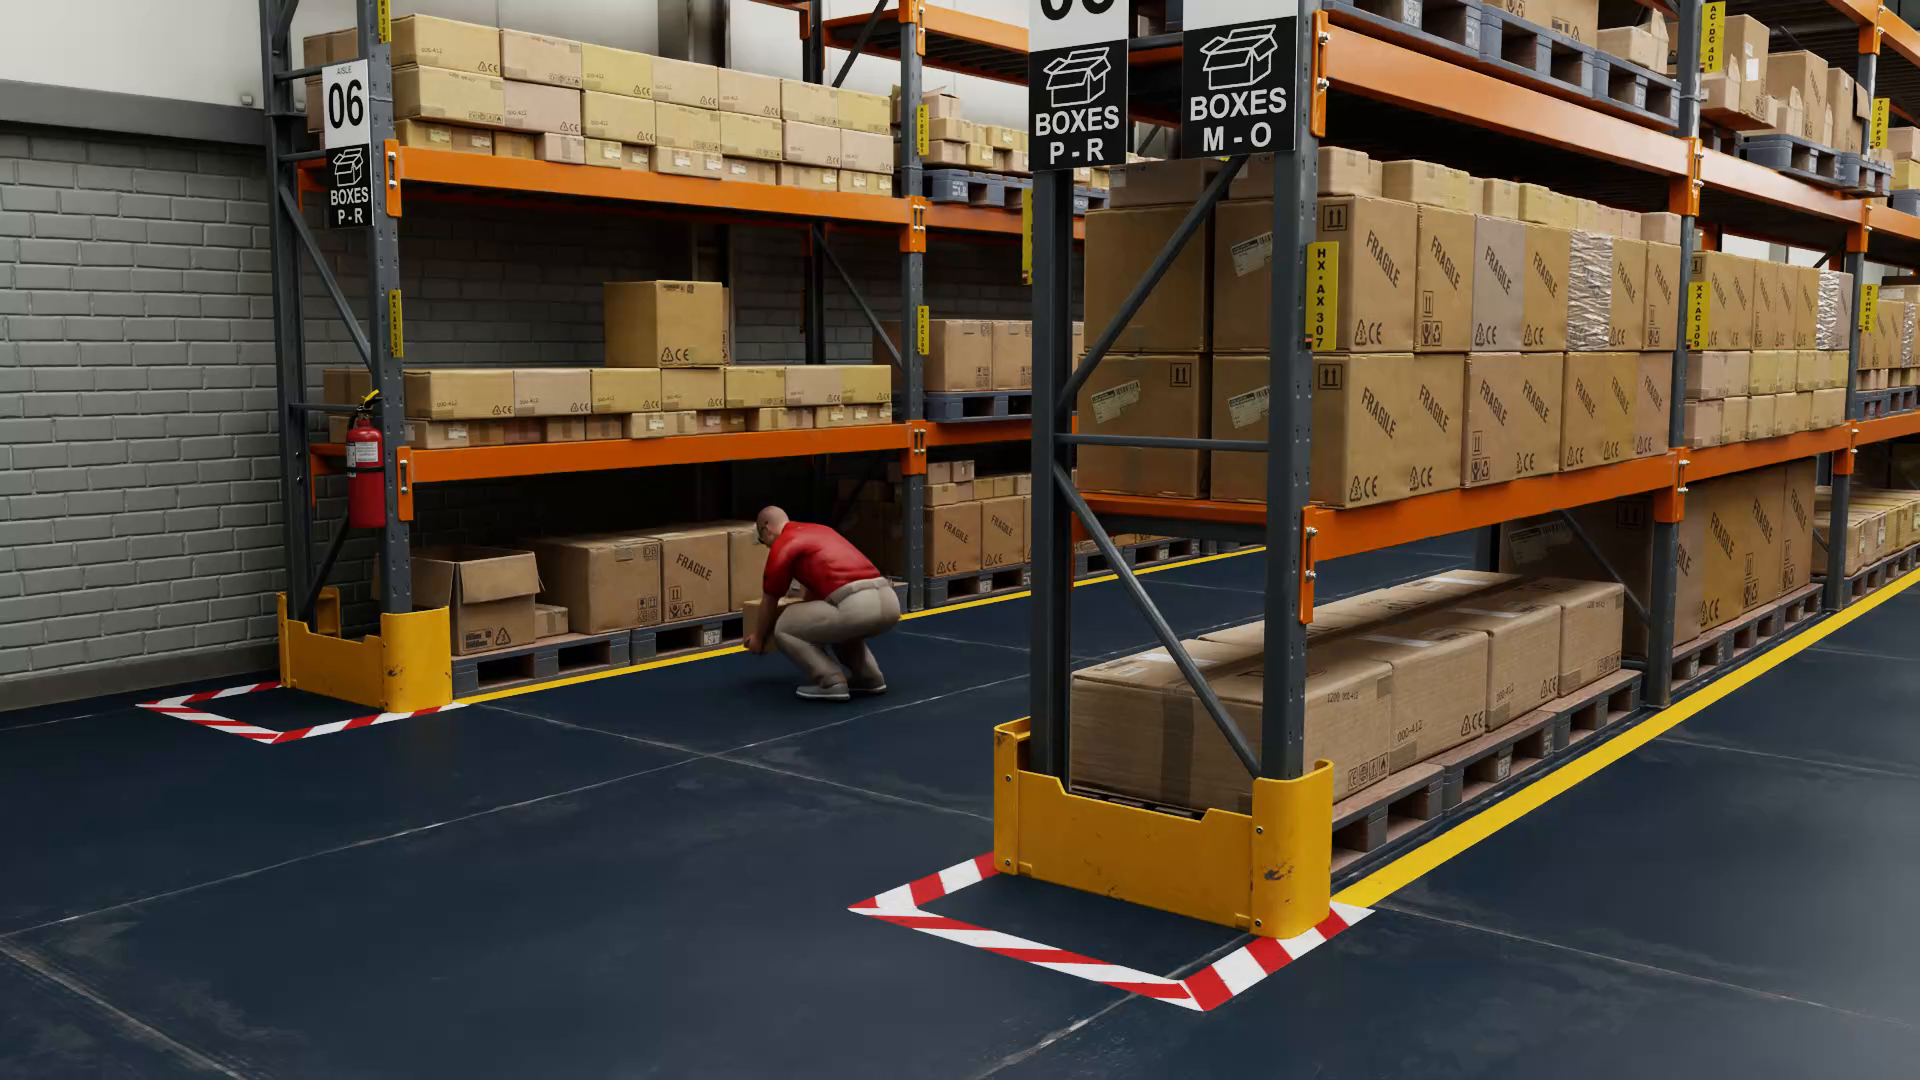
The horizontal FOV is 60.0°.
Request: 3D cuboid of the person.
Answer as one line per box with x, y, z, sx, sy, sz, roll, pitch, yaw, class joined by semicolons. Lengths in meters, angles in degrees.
-0.743;0.324;8.787;0.886;0.988;0.535;5;8;37;person
